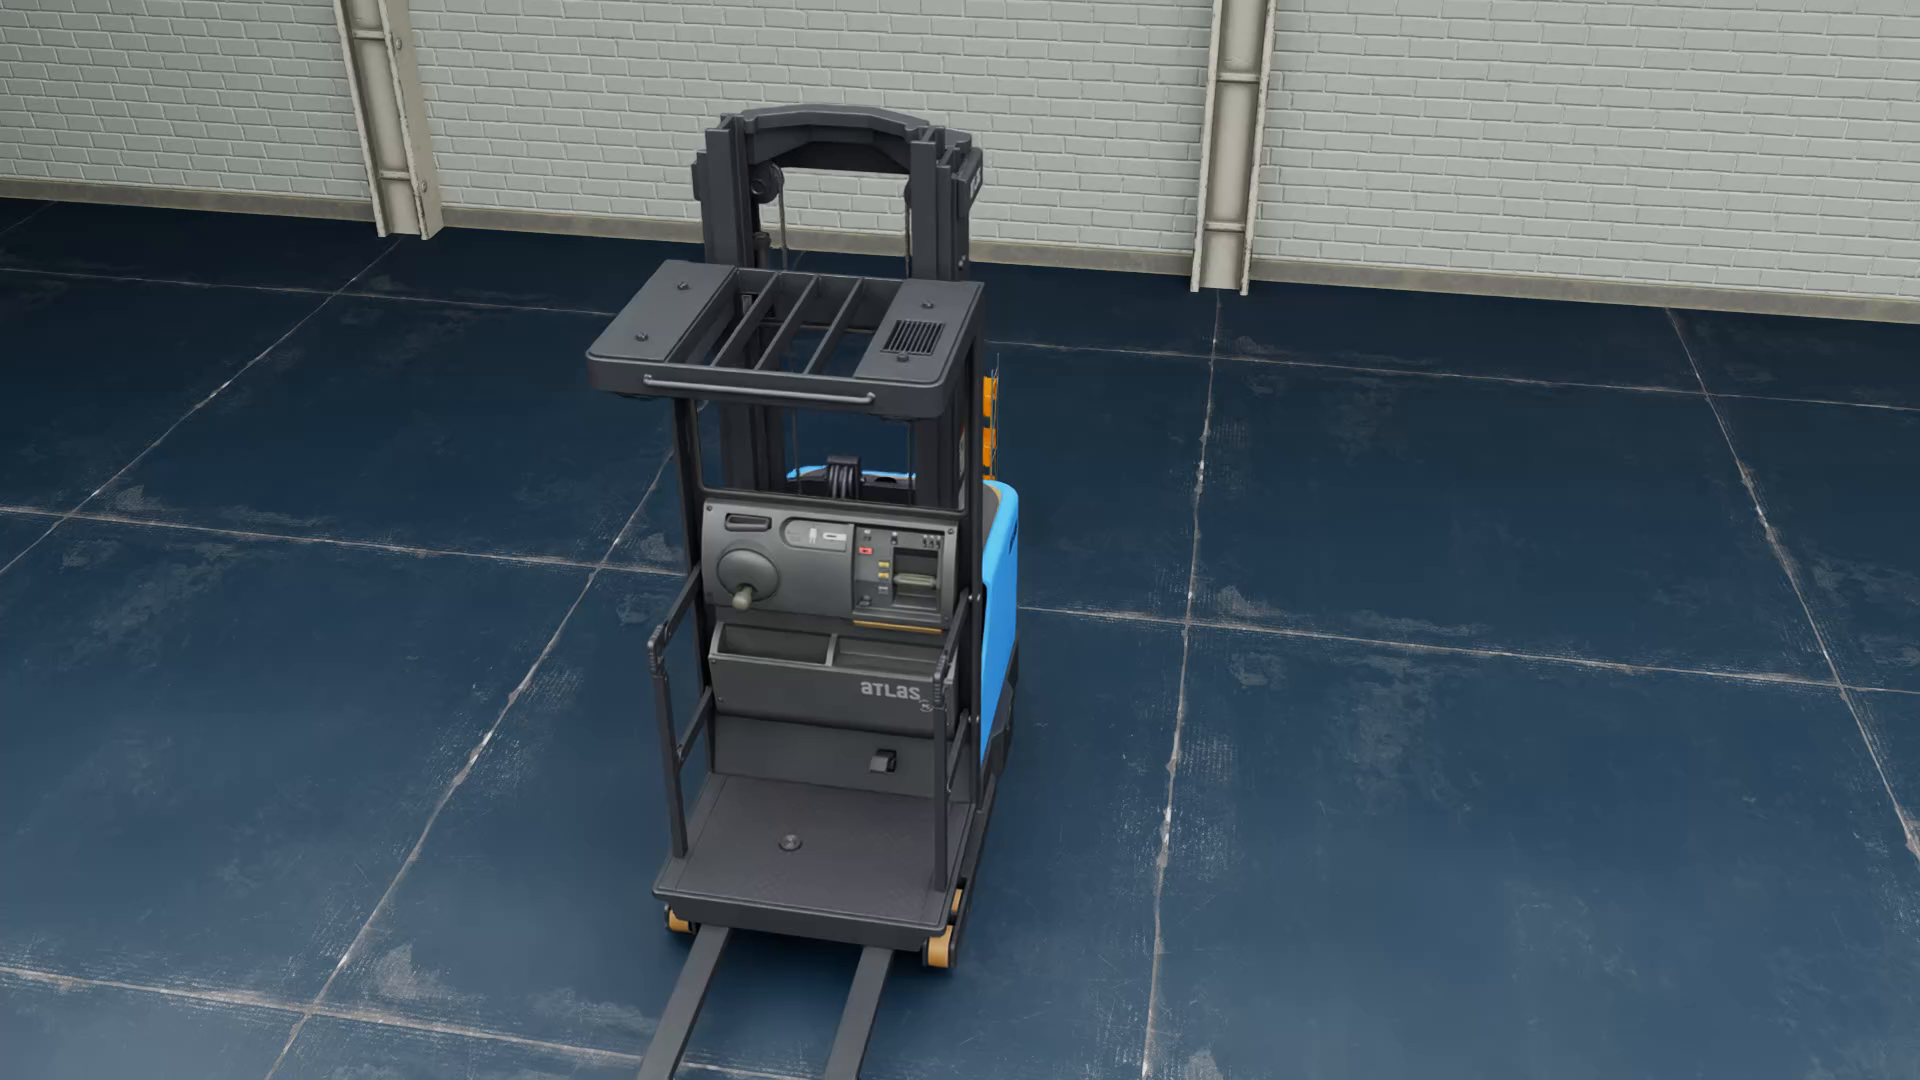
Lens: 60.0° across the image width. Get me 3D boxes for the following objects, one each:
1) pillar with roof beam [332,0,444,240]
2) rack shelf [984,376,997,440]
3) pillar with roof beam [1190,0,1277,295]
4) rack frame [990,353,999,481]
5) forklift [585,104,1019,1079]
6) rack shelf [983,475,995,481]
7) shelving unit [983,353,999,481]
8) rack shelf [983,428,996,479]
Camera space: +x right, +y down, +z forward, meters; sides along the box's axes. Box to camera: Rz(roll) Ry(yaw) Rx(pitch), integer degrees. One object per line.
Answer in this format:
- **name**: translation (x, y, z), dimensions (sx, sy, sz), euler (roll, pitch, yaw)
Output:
- **pillar with roof beam**: translation (-4.827, -3.881, 6.468), dimensions (0.400, 9.000, 9.100), euler (5, 32, 8)
- **rack shelf**: translation (0.053, -0.672, 8.319), dimensions (0.240, 0.259, 0.215), euler (5, 32, 8)
- **pillar with roof beam**: translation (1.087, -3.345, 5.612), dimensions (0.400, 9.000, 9.100), euler (5, 32, 8)
- **rack frame**: translation (0.173, -0.429, 8.446), dimensions (0.008, 1.050, 0.200), euler (5, 32, 8)
- **forklift**: translation (-0.507, 0.141, 5.763), dimensions (1.130, 2.935, 3.031), euler (6, 32, 9)
- **rack shelf**: translation (0.053, -0.196, 8.617), dimensions (0.240, 0.259, 0.215), euler (5, 32, 8)
- **shelving unit**: translation (0.053, -0.440, 8.464), dimensions (0.252, 1.050, 0.215), euler (5, 32, 8)
- **rack shelf**: translation (0.053, -0.431, 8.469), dimensions (0.240, 0.259, 0.215), euler (5, 32, 8)
